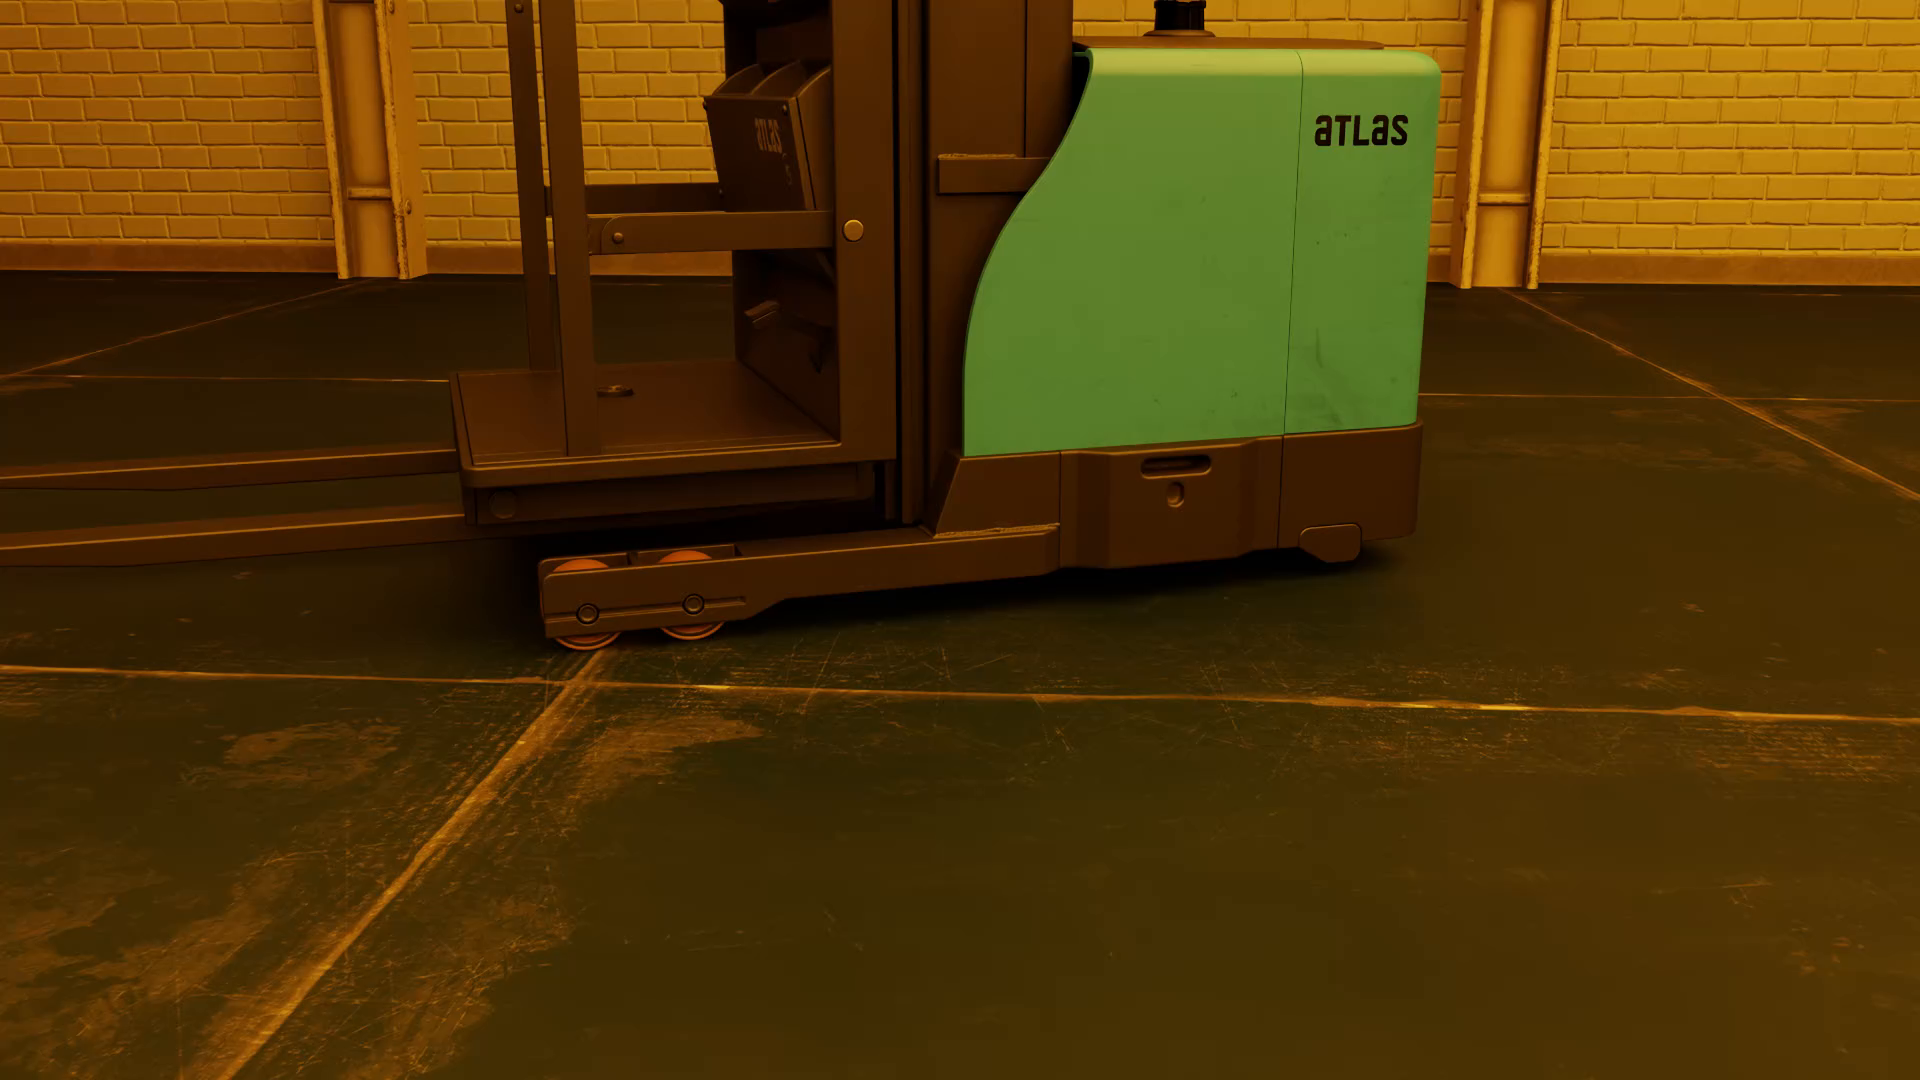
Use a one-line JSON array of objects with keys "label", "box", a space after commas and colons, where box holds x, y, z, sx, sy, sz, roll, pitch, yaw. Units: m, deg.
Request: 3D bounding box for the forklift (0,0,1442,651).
[{"label": "forklift", "box": [-0.580, -1.366, 3.251, 3.031, 2.935, 1.130, -5, 16, -17]}]
